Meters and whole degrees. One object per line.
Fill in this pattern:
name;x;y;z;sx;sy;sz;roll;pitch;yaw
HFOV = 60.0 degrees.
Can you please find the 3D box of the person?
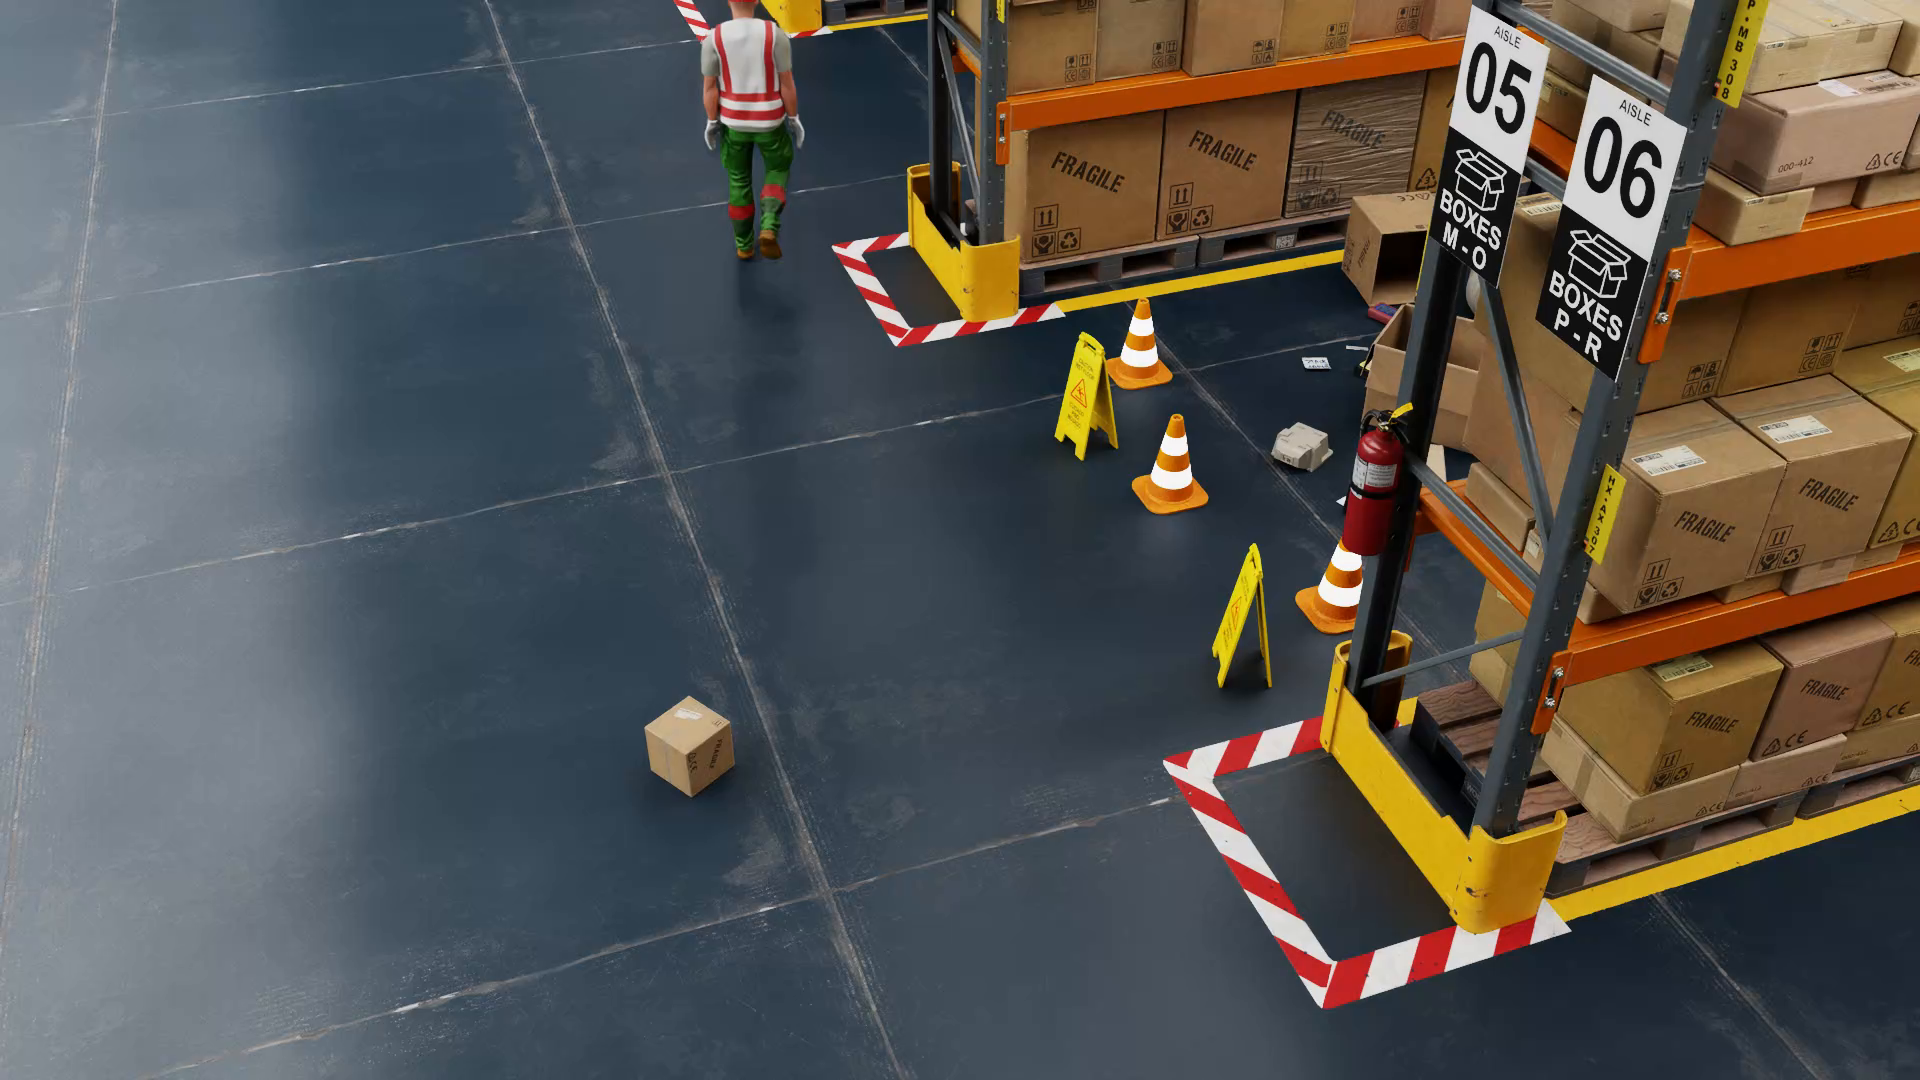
person;-1.238;-2.494;9.991;0.604;1.778;0.572;-2;37;-3
